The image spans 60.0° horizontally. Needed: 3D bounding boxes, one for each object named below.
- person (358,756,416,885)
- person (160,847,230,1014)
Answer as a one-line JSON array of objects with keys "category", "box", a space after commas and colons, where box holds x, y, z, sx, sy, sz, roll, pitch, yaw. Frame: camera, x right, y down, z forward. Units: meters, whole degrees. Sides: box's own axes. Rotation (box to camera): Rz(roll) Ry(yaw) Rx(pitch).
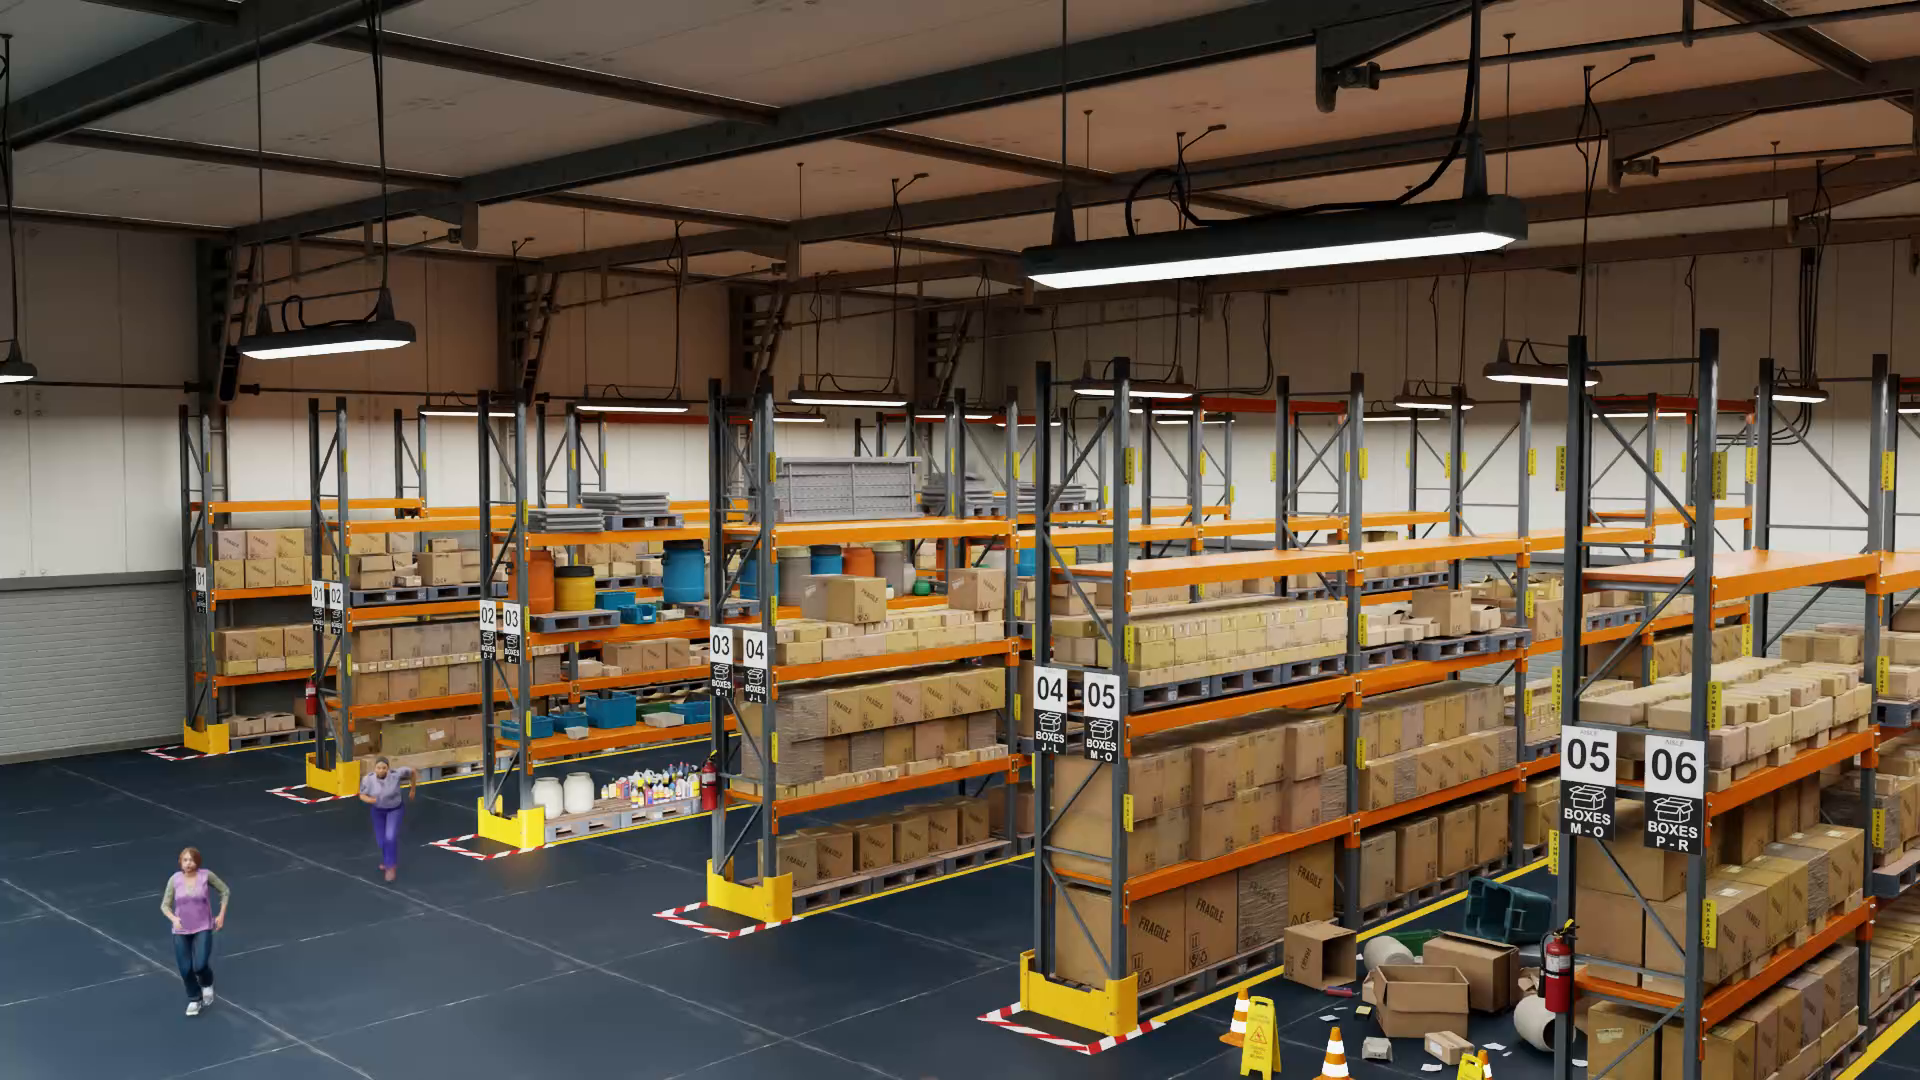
[{"category": "person", "box": [-6.923, 3.355, 20.144, 0.643, 1.600, 0.964, -1, 3, -12]}, {"category": "person", "box": [-6.966, 3.569, 15.134, 0.562, 1.561, 0.593, -1, 3, -17]}]
